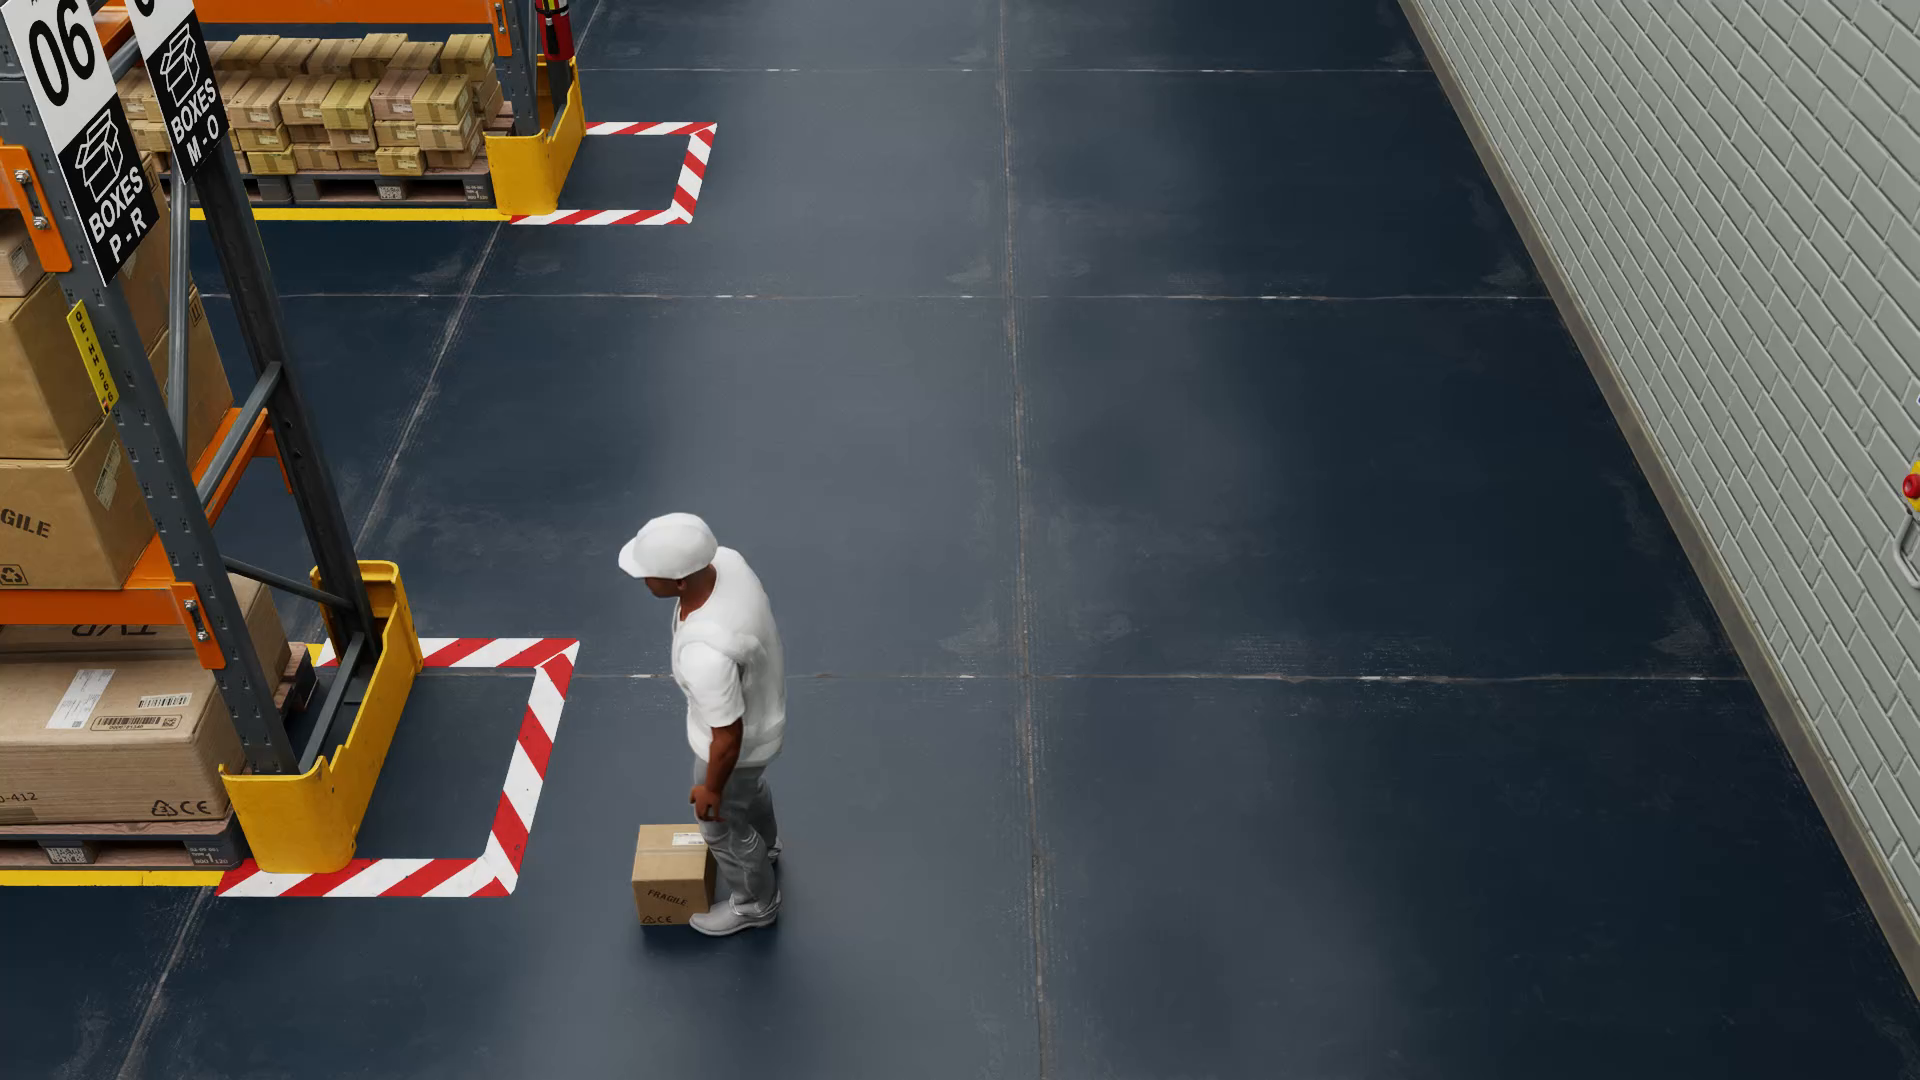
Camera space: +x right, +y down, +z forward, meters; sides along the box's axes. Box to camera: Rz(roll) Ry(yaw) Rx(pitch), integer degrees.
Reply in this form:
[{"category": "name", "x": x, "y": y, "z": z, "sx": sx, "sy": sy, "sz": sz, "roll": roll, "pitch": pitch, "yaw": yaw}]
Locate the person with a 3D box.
[{"category": "person", "x": -0.782, "y": 0.601, "z": 5.407, "sx": 0.454, "sy": 1.761, "sz": 0.635, "roll": -2, "pitch": 39, "yaw": -2}]
